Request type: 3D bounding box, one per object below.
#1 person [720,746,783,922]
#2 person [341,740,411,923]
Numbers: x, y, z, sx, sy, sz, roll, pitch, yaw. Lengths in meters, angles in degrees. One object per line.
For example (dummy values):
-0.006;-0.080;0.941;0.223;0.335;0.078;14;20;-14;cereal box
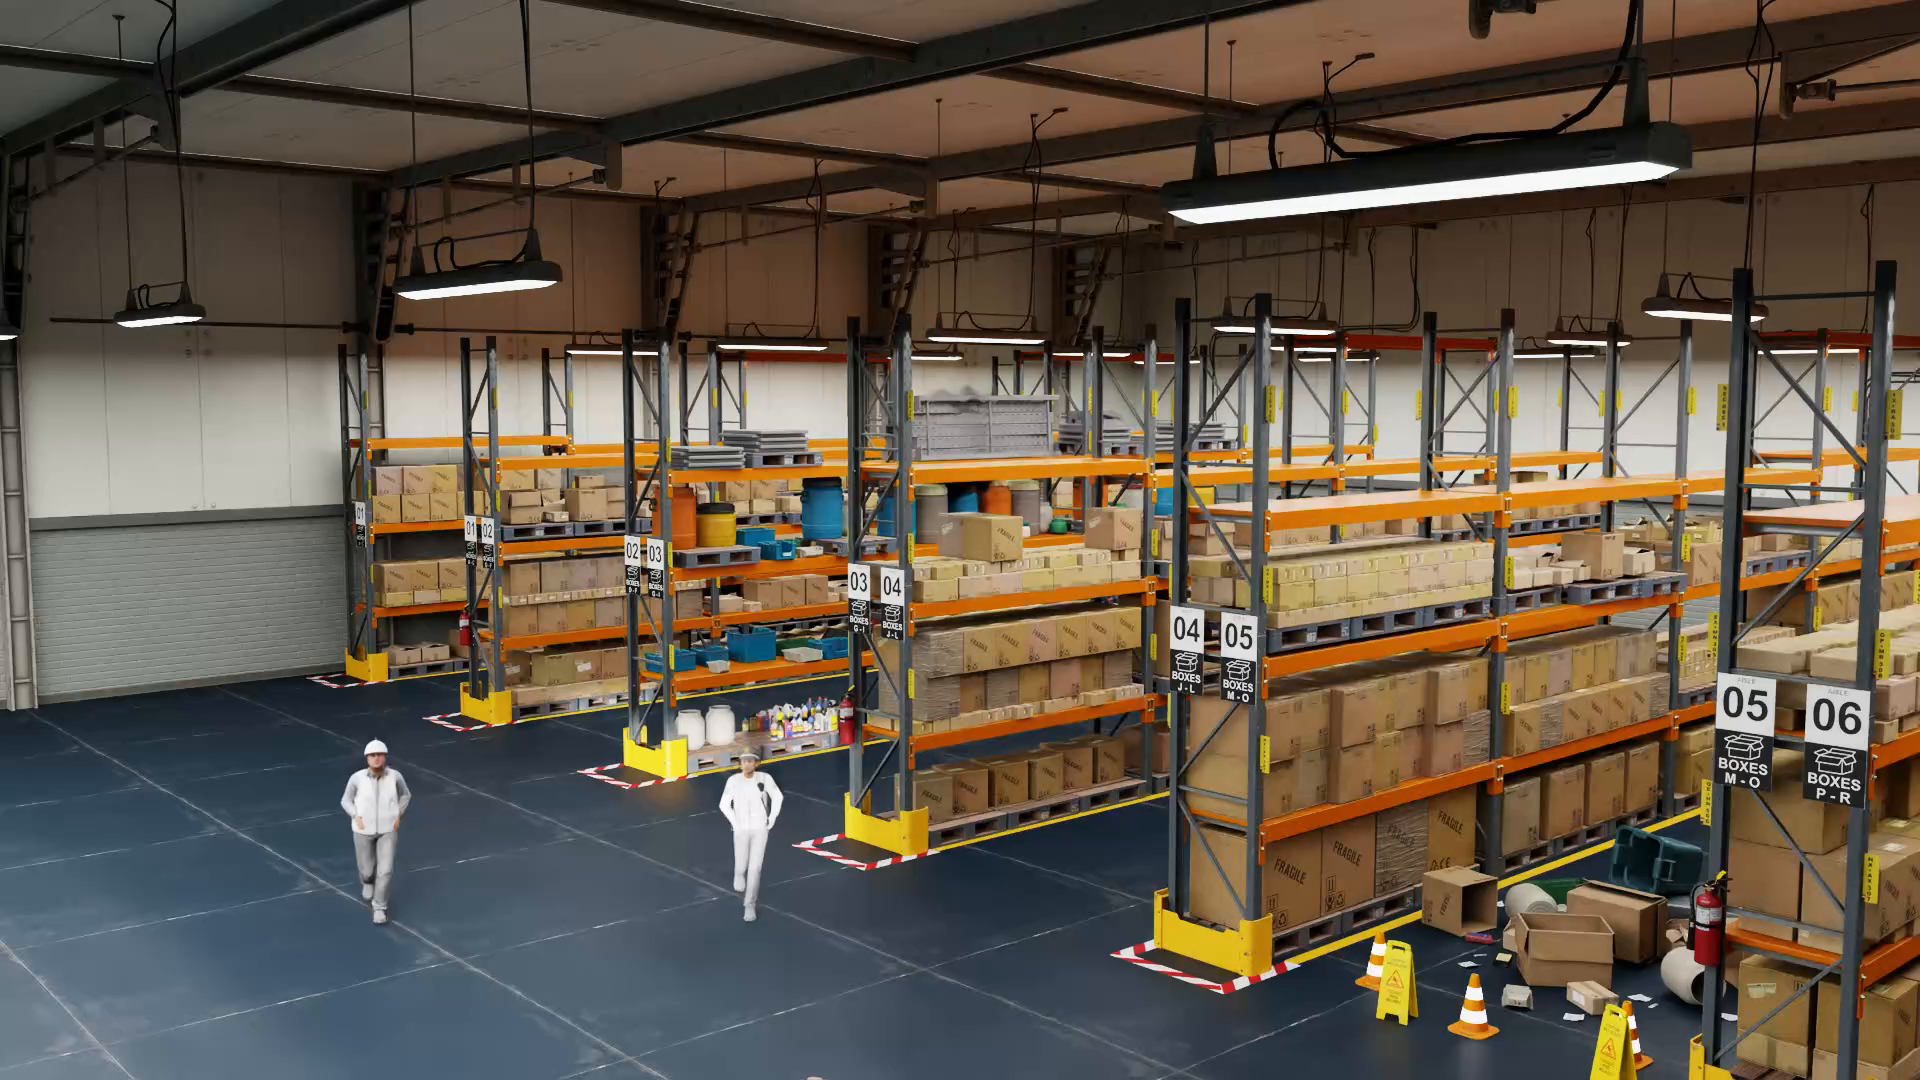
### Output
-2.098;2.864;16.549;0.569;1.695;0.780;0;5;-4;person
-5.730;2.829;16.358;0.657;1.748;0.752;-2;6;-23;person
